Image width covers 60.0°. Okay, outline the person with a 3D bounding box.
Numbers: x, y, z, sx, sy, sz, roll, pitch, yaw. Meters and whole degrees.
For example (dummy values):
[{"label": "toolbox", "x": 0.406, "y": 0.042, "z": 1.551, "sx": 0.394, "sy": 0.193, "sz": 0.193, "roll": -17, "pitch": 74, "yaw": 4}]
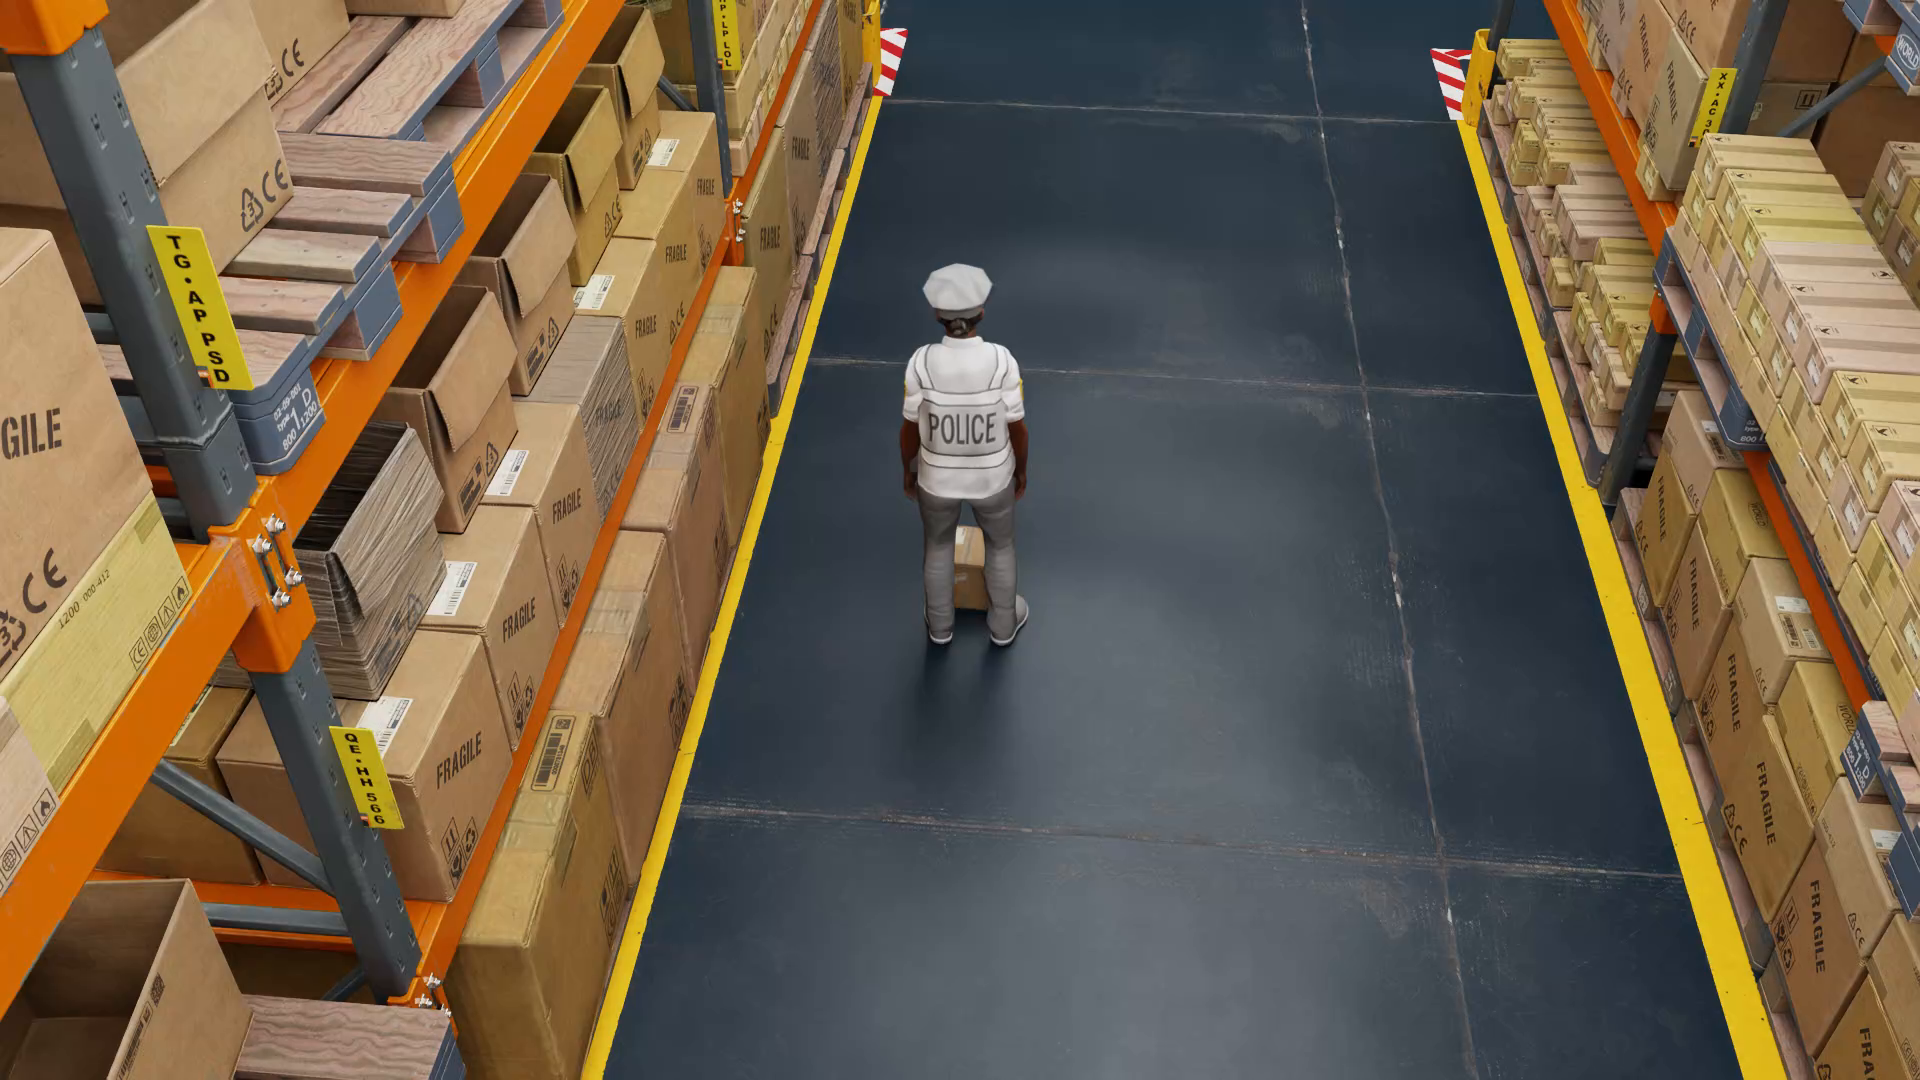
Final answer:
[{"label": "person", "x": 0.029, "y": -0.262, "z": 6.471, "sx": 0.517, "sy": 1.653, "sz": 0.397, "roll": 1, "pitch": 40, "yaw": 2}]
